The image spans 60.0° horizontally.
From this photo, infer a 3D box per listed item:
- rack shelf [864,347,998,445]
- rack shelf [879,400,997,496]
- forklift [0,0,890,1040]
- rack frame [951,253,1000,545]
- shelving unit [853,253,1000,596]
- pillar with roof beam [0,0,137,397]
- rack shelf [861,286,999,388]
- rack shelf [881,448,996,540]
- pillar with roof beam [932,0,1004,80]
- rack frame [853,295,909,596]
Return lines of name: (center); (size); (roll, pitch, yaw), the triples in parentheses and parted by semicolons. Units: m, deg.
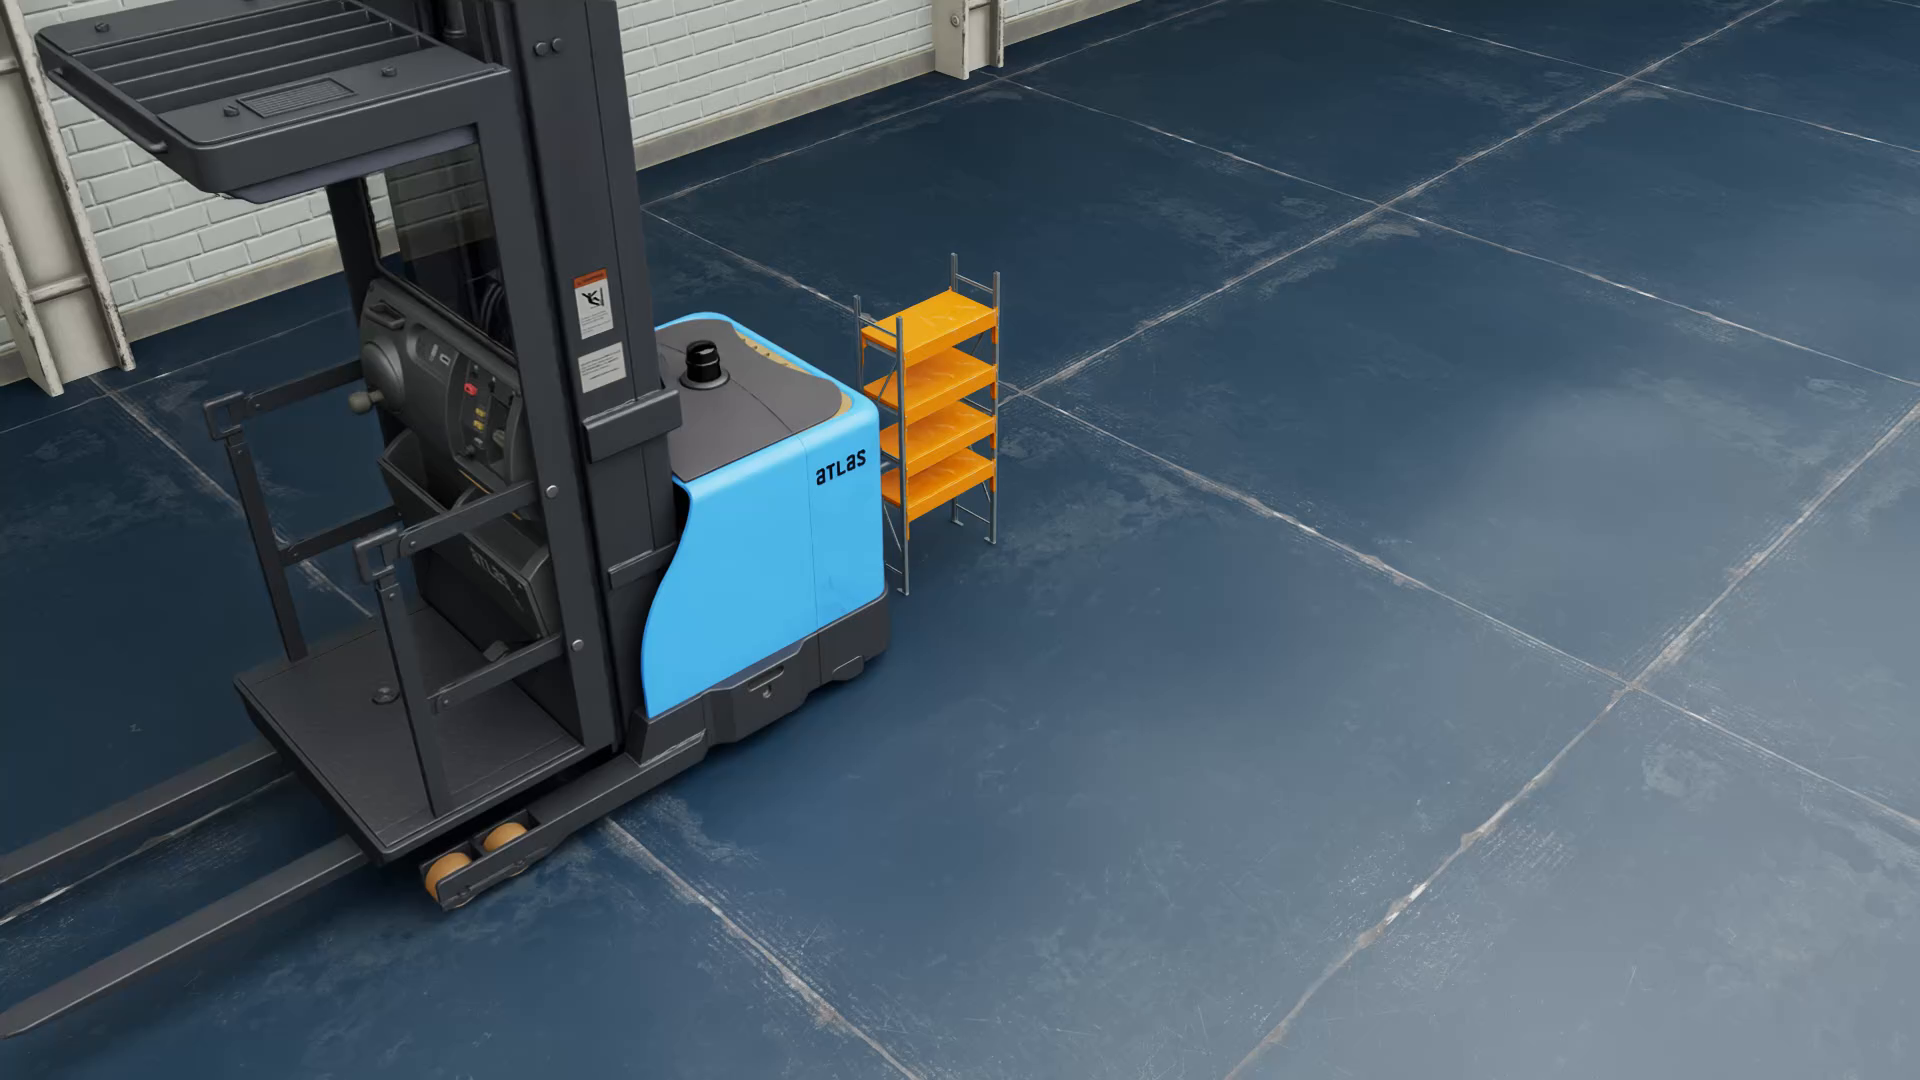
rack shelf: (-0.117, -0.553, 6.221); (0.258, 0.148, 0.480); (30, 45, 35)
rack shelf: (-0.117, -0.370, 6.349); (0.258, 0.148, 0.480); (30, 45, 35)
forklift: (-1.683, -0.409, 4.774); (3.031, 2.935, 1.130); (-28, 43, -34)
rack frame: (0.055, -0.524, 6.452); (0.240, 1.200, 0.015); (30, 45, 35)
shelving unit: (-0.117, -0.425, 6.310); (0.258, 1.200, 0.503); (30, 45, 35)
pillar with roof beam: (-1.118, -2.760, 2.841); (9.100, 9.000, 0.400); (30, 45, 35)
rack shelf: (-0.117, -0.747, 6.086); (0.258, 0.148, 0.480); (30, 45, 35)
rack shelf: (-0.117, -0.207, 6.462); (0.258, 0.148, 0.480); (30, 45, 35)
pillar with roof beam: (3.109, -5.195, 6.333); (9.100, 9.000, 0.400); (30, 45, 35)
rack frame: (-0.289, -0.326, 6.168); (0.240, 1.200, 0.015); (30, 45, 35)
